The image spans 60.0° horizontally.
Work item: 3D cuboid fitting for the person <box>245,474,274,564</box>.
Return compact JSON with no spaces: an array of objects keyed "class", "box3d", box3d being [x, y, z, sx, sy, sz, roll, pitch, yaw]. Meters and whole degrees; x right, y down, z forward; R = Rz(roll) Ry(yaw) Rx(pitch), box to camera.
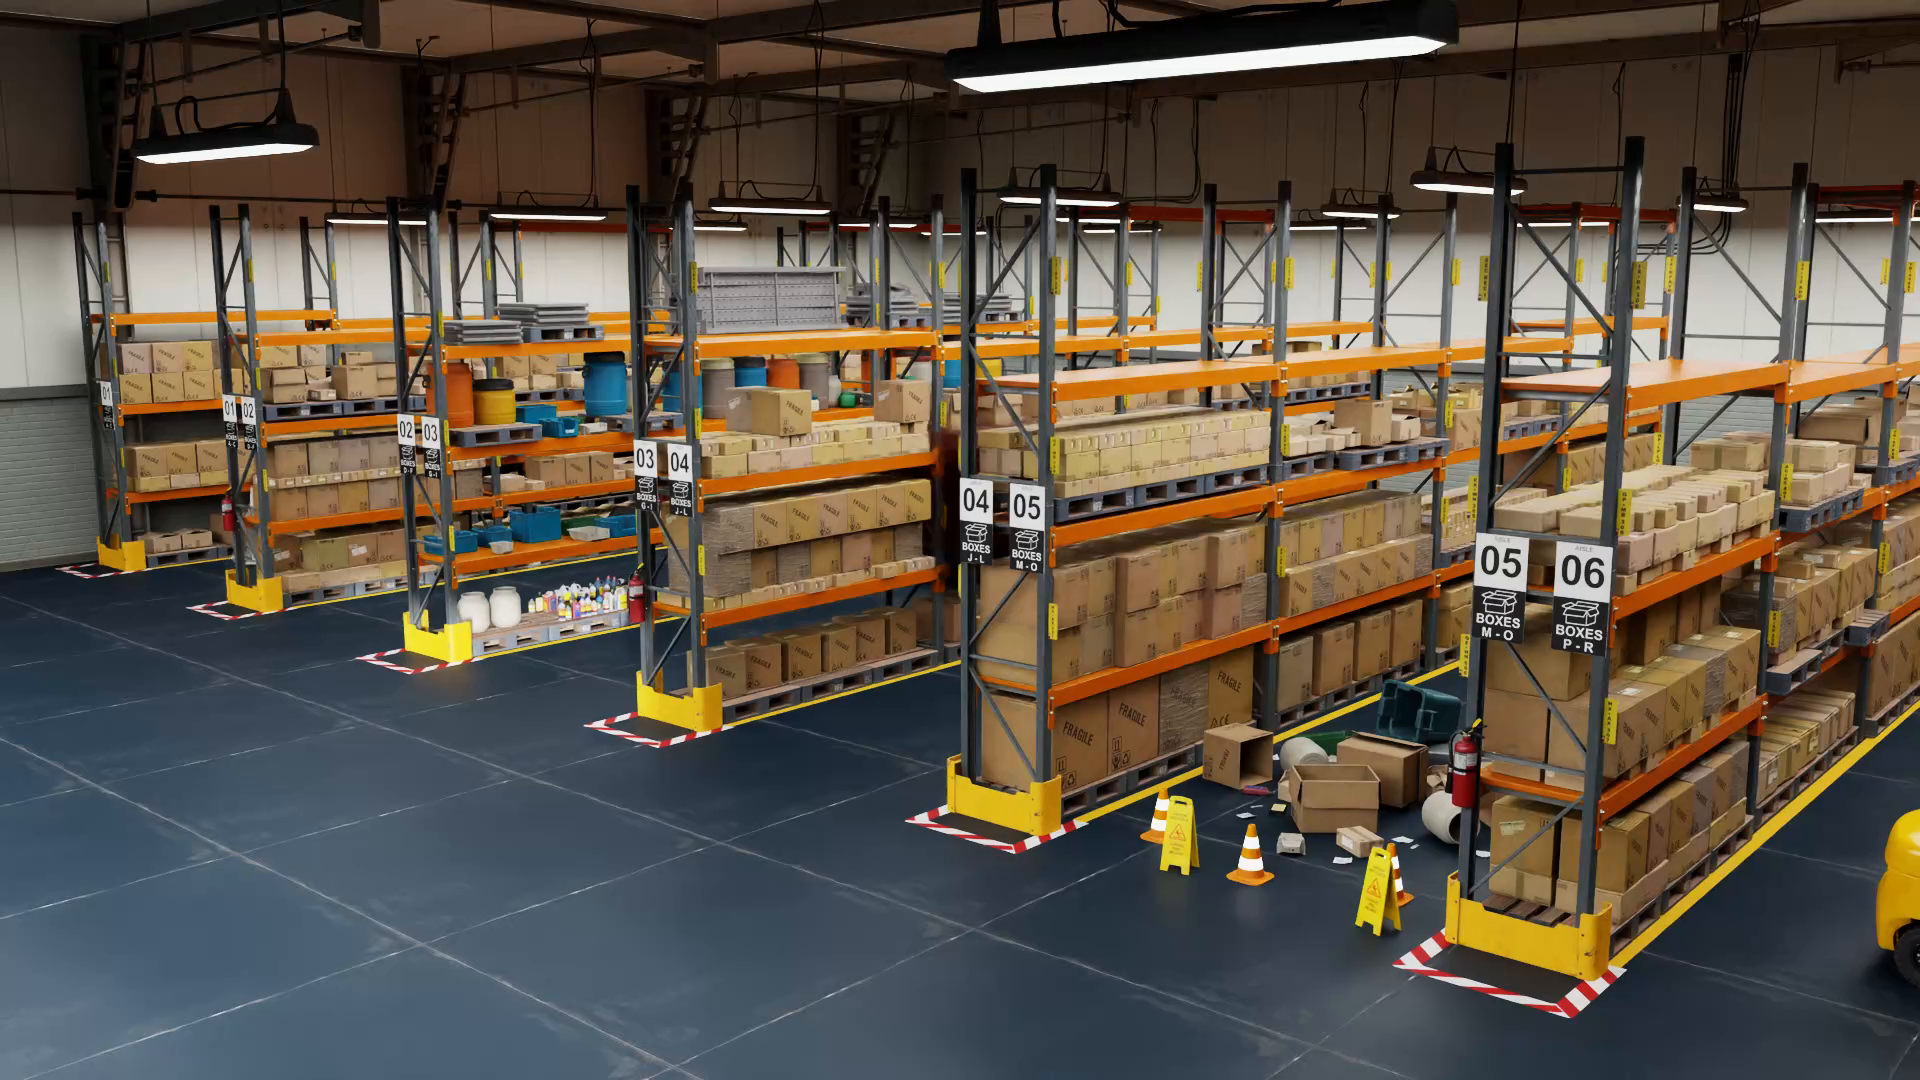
[{"class":"person","box3d":[-12.120,-0.370,28.629,0.469,1.582,0.446,-7,12,-37]}]
